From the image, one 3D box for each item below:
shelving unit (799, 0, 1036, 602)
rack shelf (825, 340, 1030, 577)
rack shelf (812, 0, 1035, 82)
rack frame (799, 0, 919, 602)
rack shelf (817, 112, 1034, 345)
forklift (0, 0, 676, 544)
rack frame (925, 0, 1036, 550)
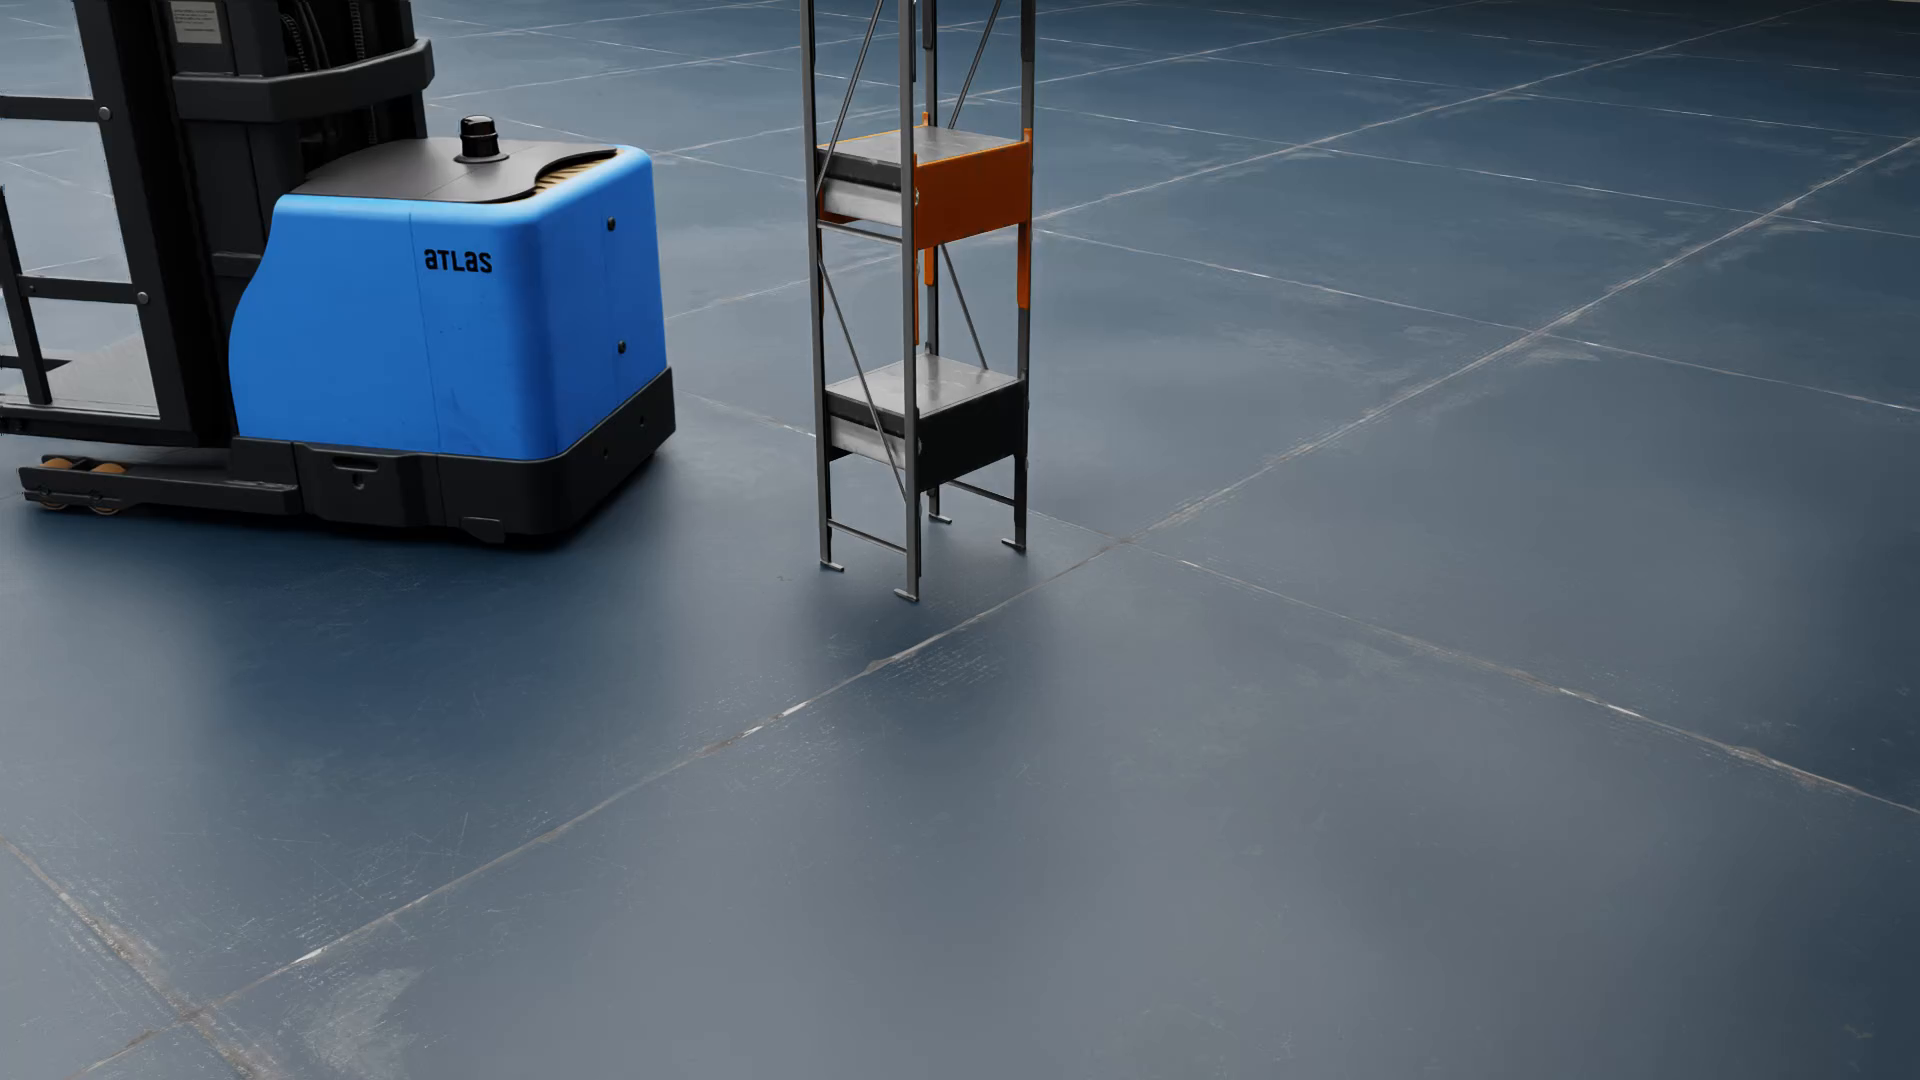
[{"bbox_3d":[-0.110,-0.908,4.708,0.431,2.100,0.503,20,31,38],"label":"shelving unit"},{"bbox_3d":[-0.110,-0.256,5.000,0.431,0.518,0.480,20,31,38],"label":"rack shelf"},{"bbox_3d":[-0.110,-1.534,4.427,0.431,0.518,0.480,20,31,38],"label":"rack shelf"},{"bbox_3d":[-0.273,-0.833,4.542,0.400,2.100,0.015,20,31,38],"label":"rack frame"},{"bbox_3d":[-0.110,-0.895,4.714,0.431,0.518,0.480,20,31,38],"label":"rack shelf"},{"bbox_3d":[-2.589,-1.622,5.286,3.031,2.935,1.130,5,25,11],"label":"forklift"},{"bbox_3d":[0.052,-0.982,4.874,0.400,2.100,0.015,20,31,38],"label":"rack frame"}]
